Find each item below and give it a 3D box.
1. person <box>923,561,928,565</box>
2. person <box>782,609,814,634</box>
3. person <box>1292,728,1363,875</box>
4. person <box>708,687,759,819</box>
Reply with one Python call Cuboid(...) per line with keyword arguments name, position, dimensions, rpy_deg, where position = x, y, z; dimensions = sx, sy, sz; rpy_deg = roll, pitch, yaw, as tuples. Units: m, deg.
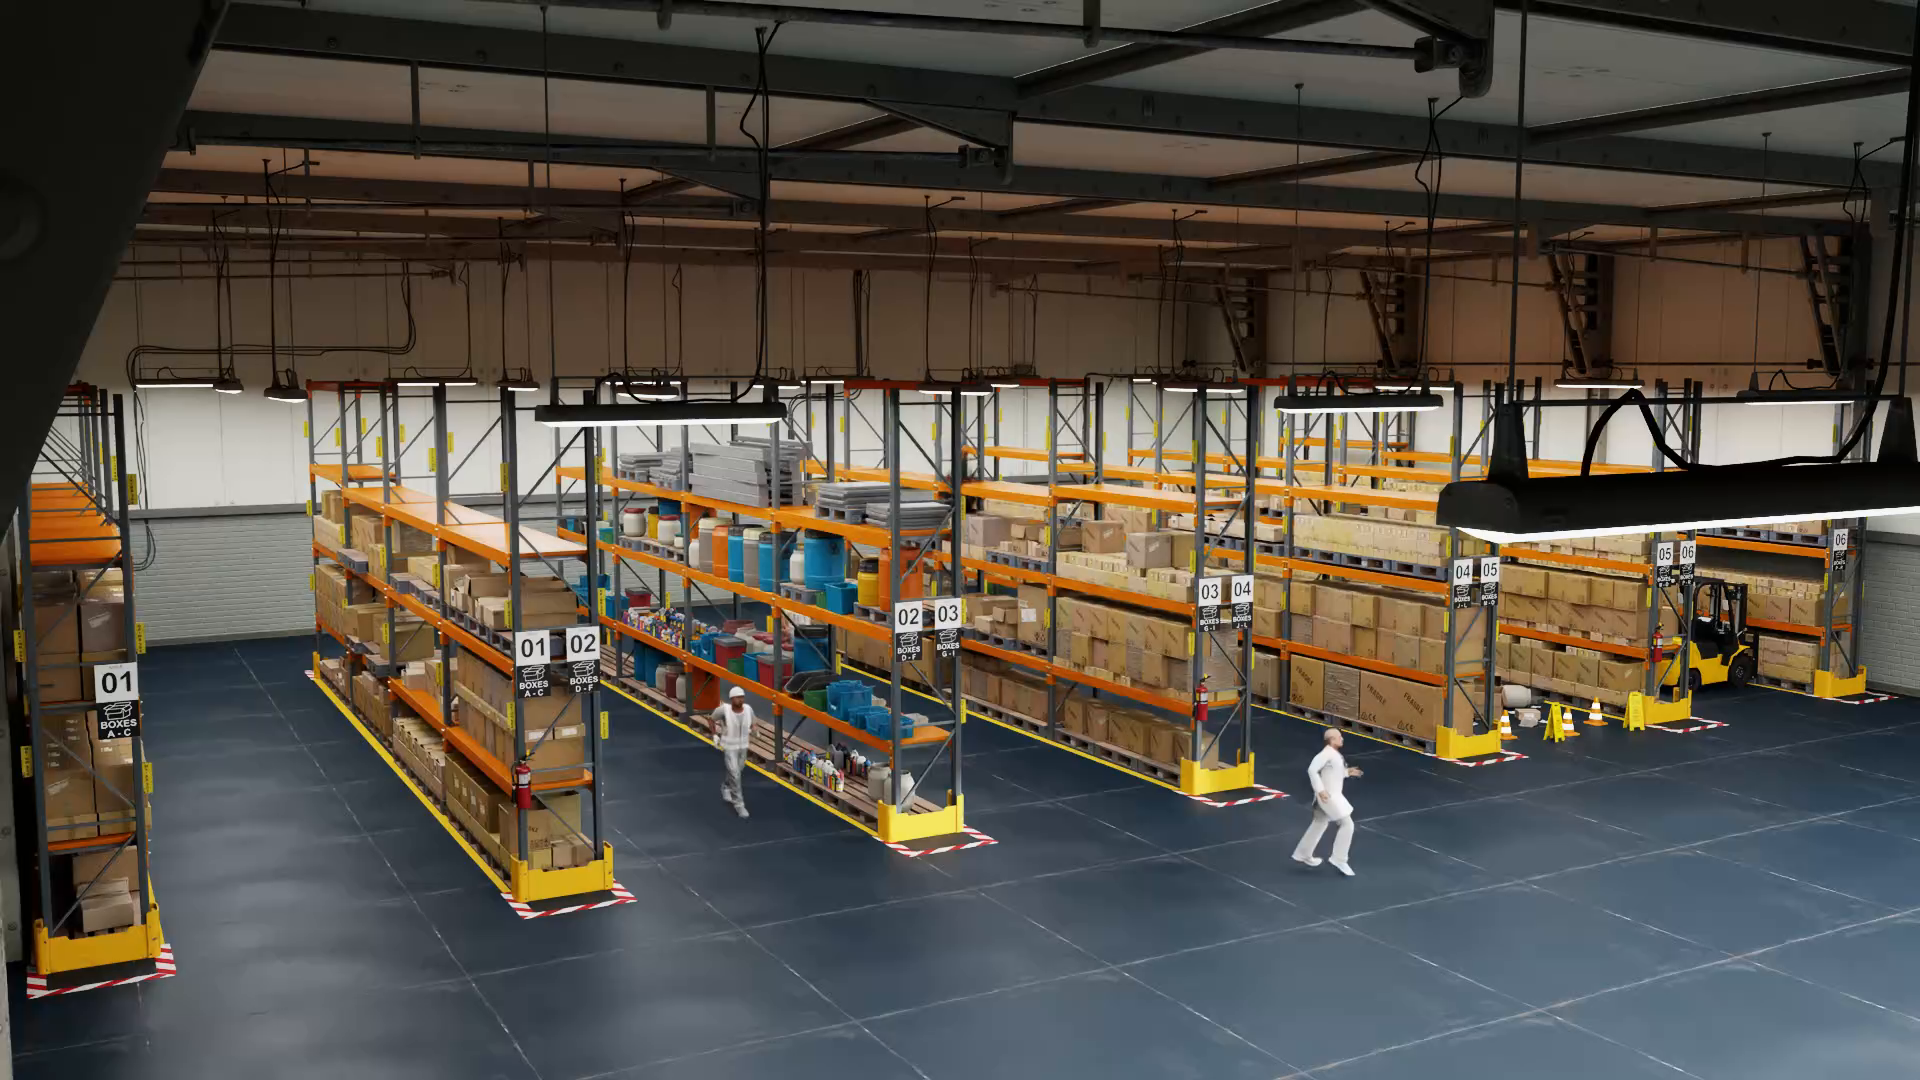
Cuboid(name="person", position=(-0.891, 1.313, 39.691), dimensions=(0.652, 1.599, 0.868), rpy_deg=(-1, 6, -6))
Cuboid(name="person", position=(-3.087, 1.810, 31.870), dimensions=(0.619, 1.827, 0.491), rpy_deg=(-5, 8, -41))
Cuboid(name="person", position=(4.591, 3.250, 20.743), dimensions=(0.859, 1.839, 0.685), rpy_deg=(0, 6, 4))
Cuboid(name="person", position=(-3.194, 2.944, 23.521), dimensions=(0.621, 1.797, 0.982), rpy_deg=(-5, 8, -37))
